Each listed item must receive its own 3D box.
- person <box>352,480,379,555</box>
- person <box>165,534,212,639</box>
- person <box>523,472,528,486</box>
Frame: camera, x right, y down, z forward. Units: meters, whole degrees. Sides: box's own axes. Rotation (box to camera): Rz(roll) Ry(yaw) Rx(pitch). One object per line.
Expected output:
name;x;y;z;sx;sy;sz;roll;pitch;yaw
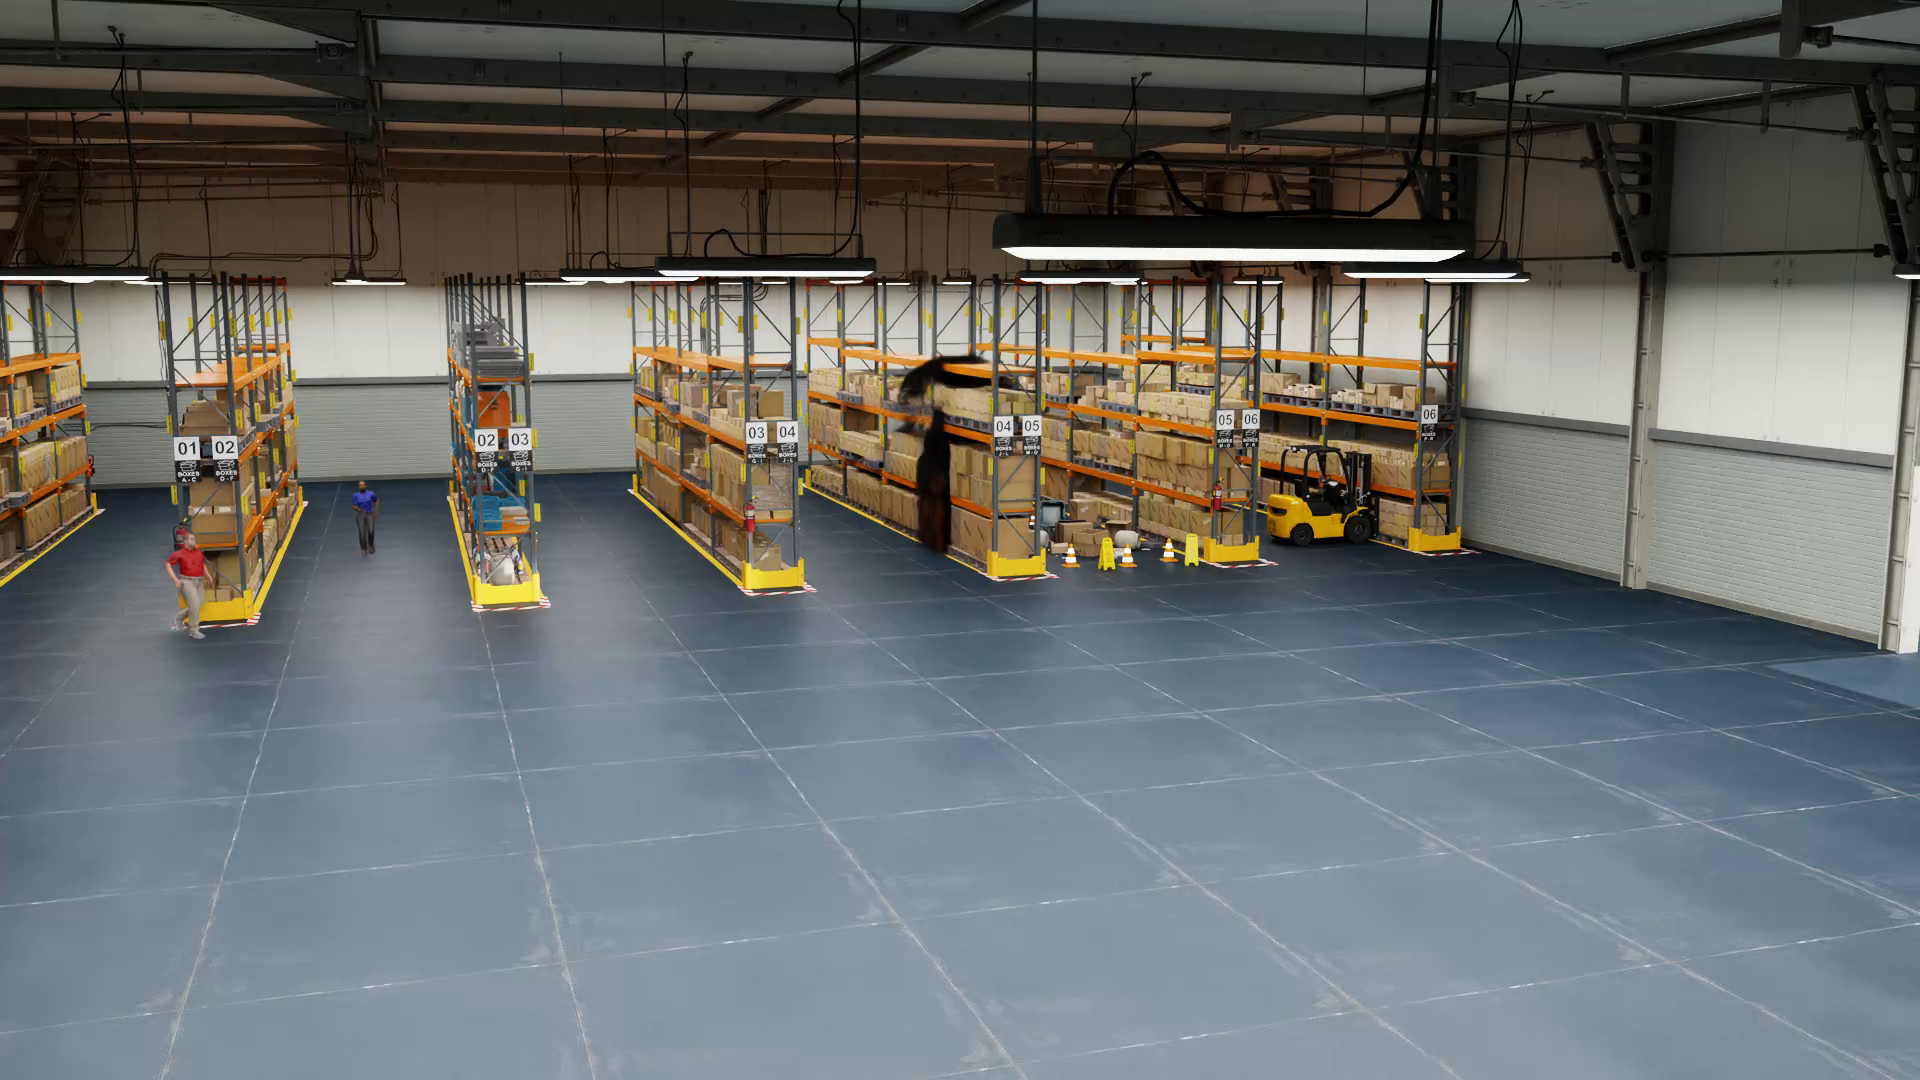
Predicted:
person;-12.778;-0.472;35.778;0.557;1.628;0.653;-3;9;-20
person;-12.742;0.757;27.597;0.703;1.704;0.709;3;9;22
person;-12.858;-2.441;48.277;0.924;1.796;0.638;0;9;3
